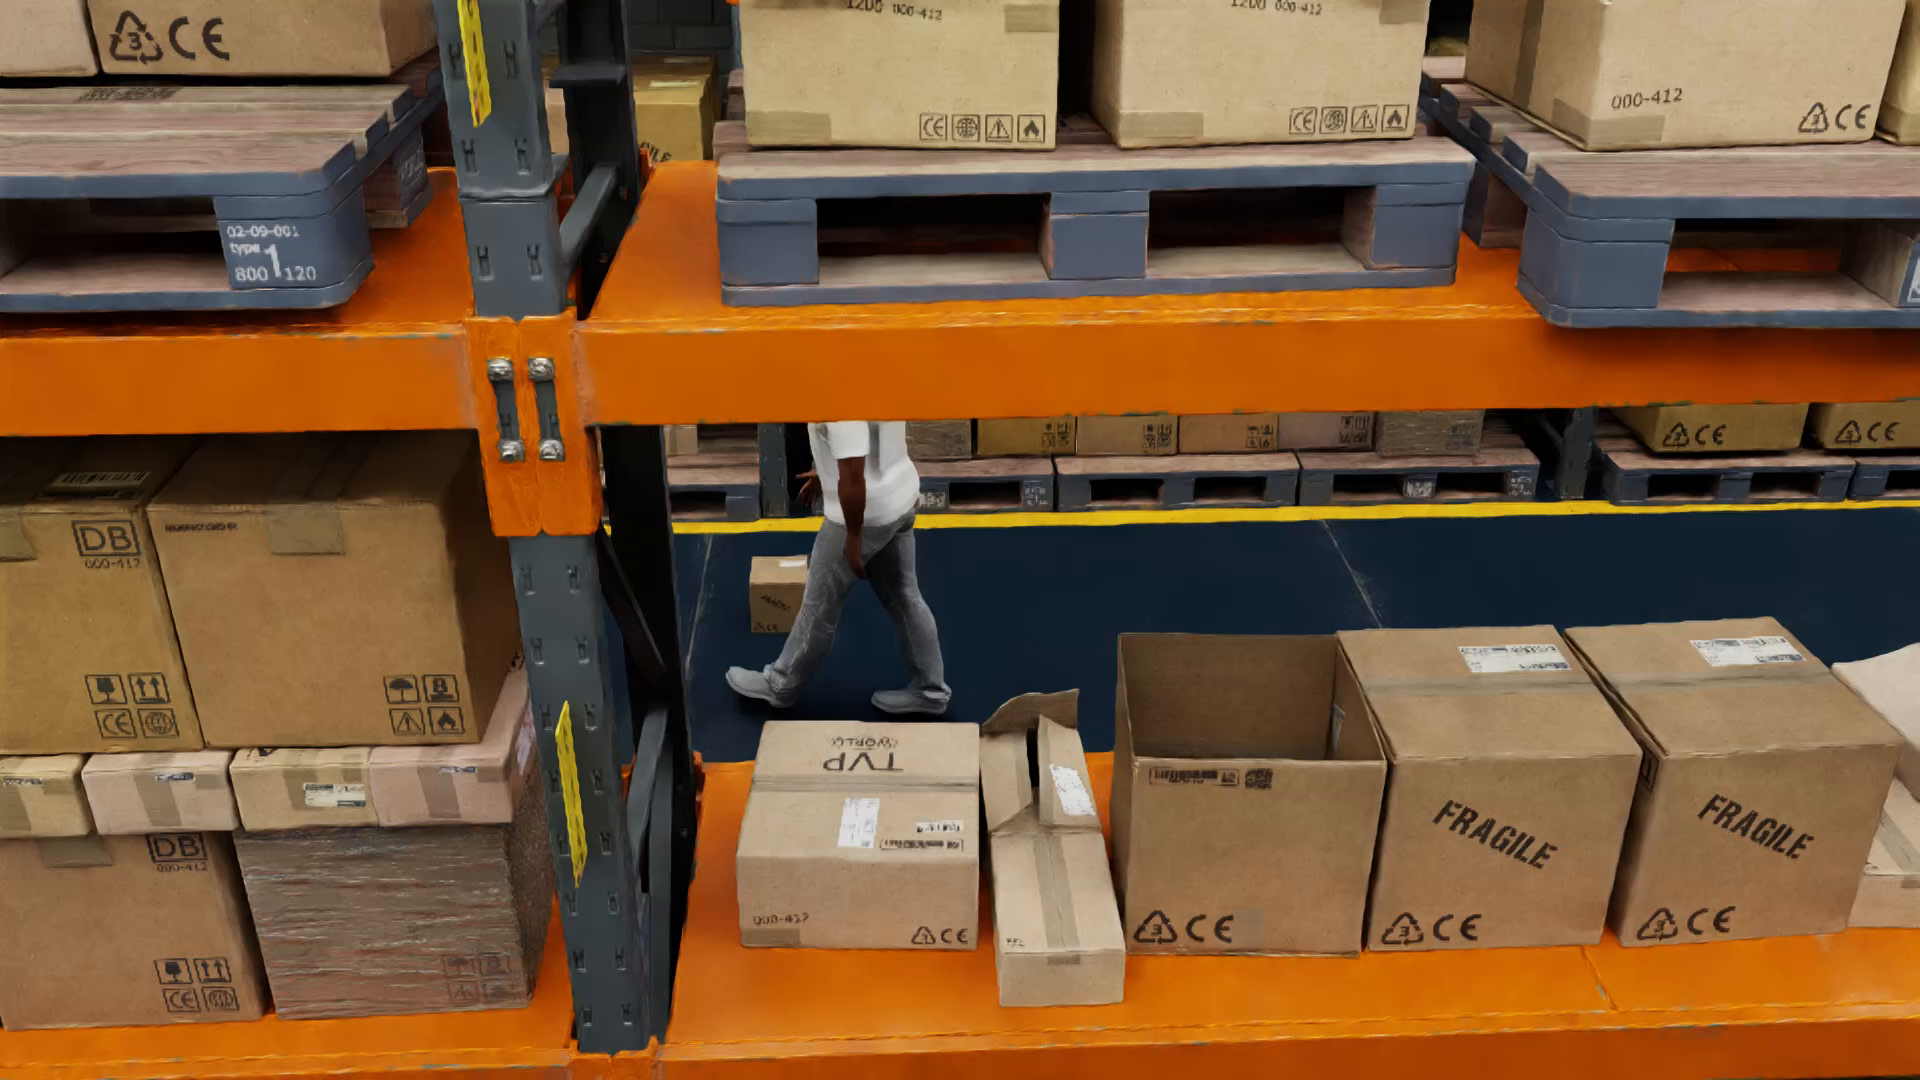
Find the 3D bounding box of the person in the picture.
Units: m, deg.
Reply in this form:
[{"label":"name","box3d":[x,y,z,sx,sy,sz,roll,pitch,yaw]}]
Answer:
[{"label":"person","box3d":[-0.448,-0.145,6.363,0.882,1.726,0.584,12,30,21]}]
